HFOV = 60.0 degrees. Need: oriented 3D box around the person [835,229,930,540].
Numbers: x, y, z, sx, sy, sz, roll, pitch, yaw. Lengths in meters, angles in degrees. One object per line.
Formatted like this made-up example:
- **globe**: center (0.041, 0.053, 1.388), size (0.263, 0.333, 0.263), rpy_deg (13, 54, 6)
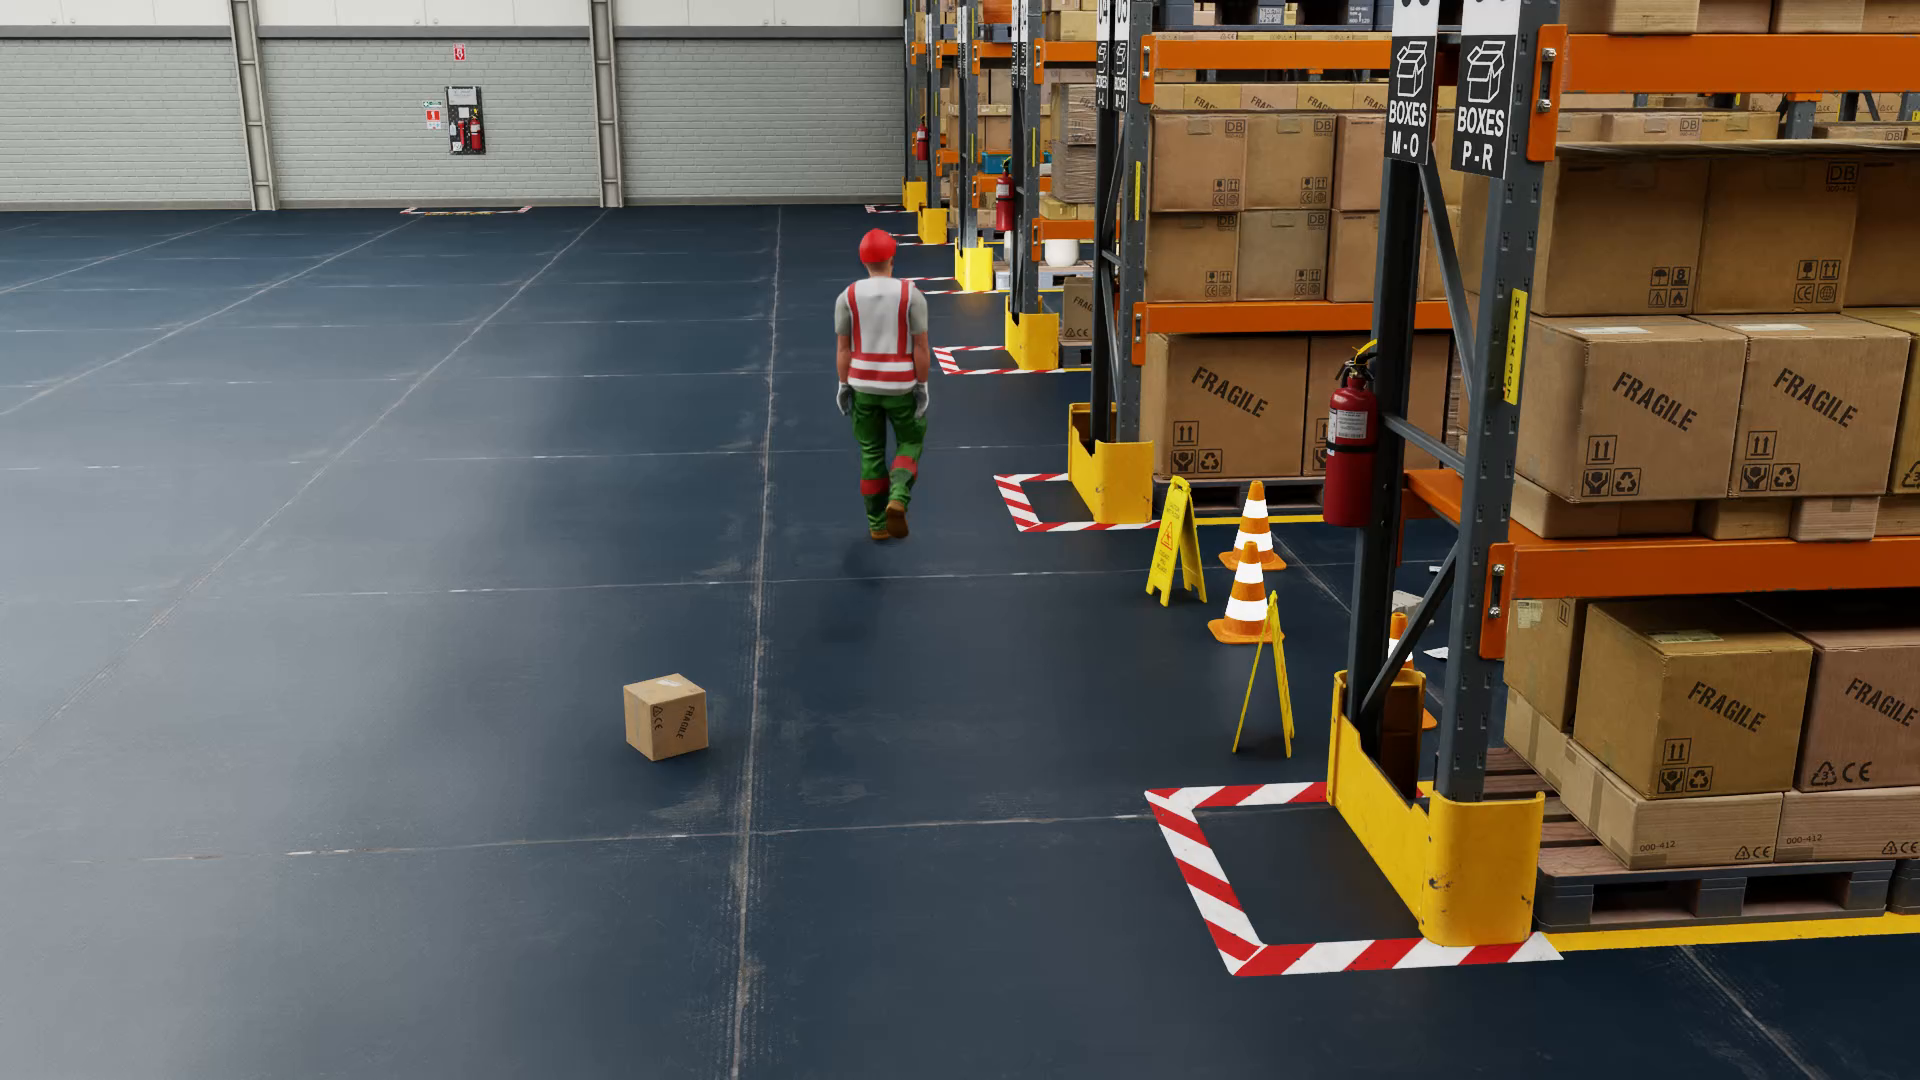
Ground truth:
- **person**: center (-0.434, -0.857, 9.385), size (0.542, 1.782, 0.550), rpy_deg (1, 17, 4)
